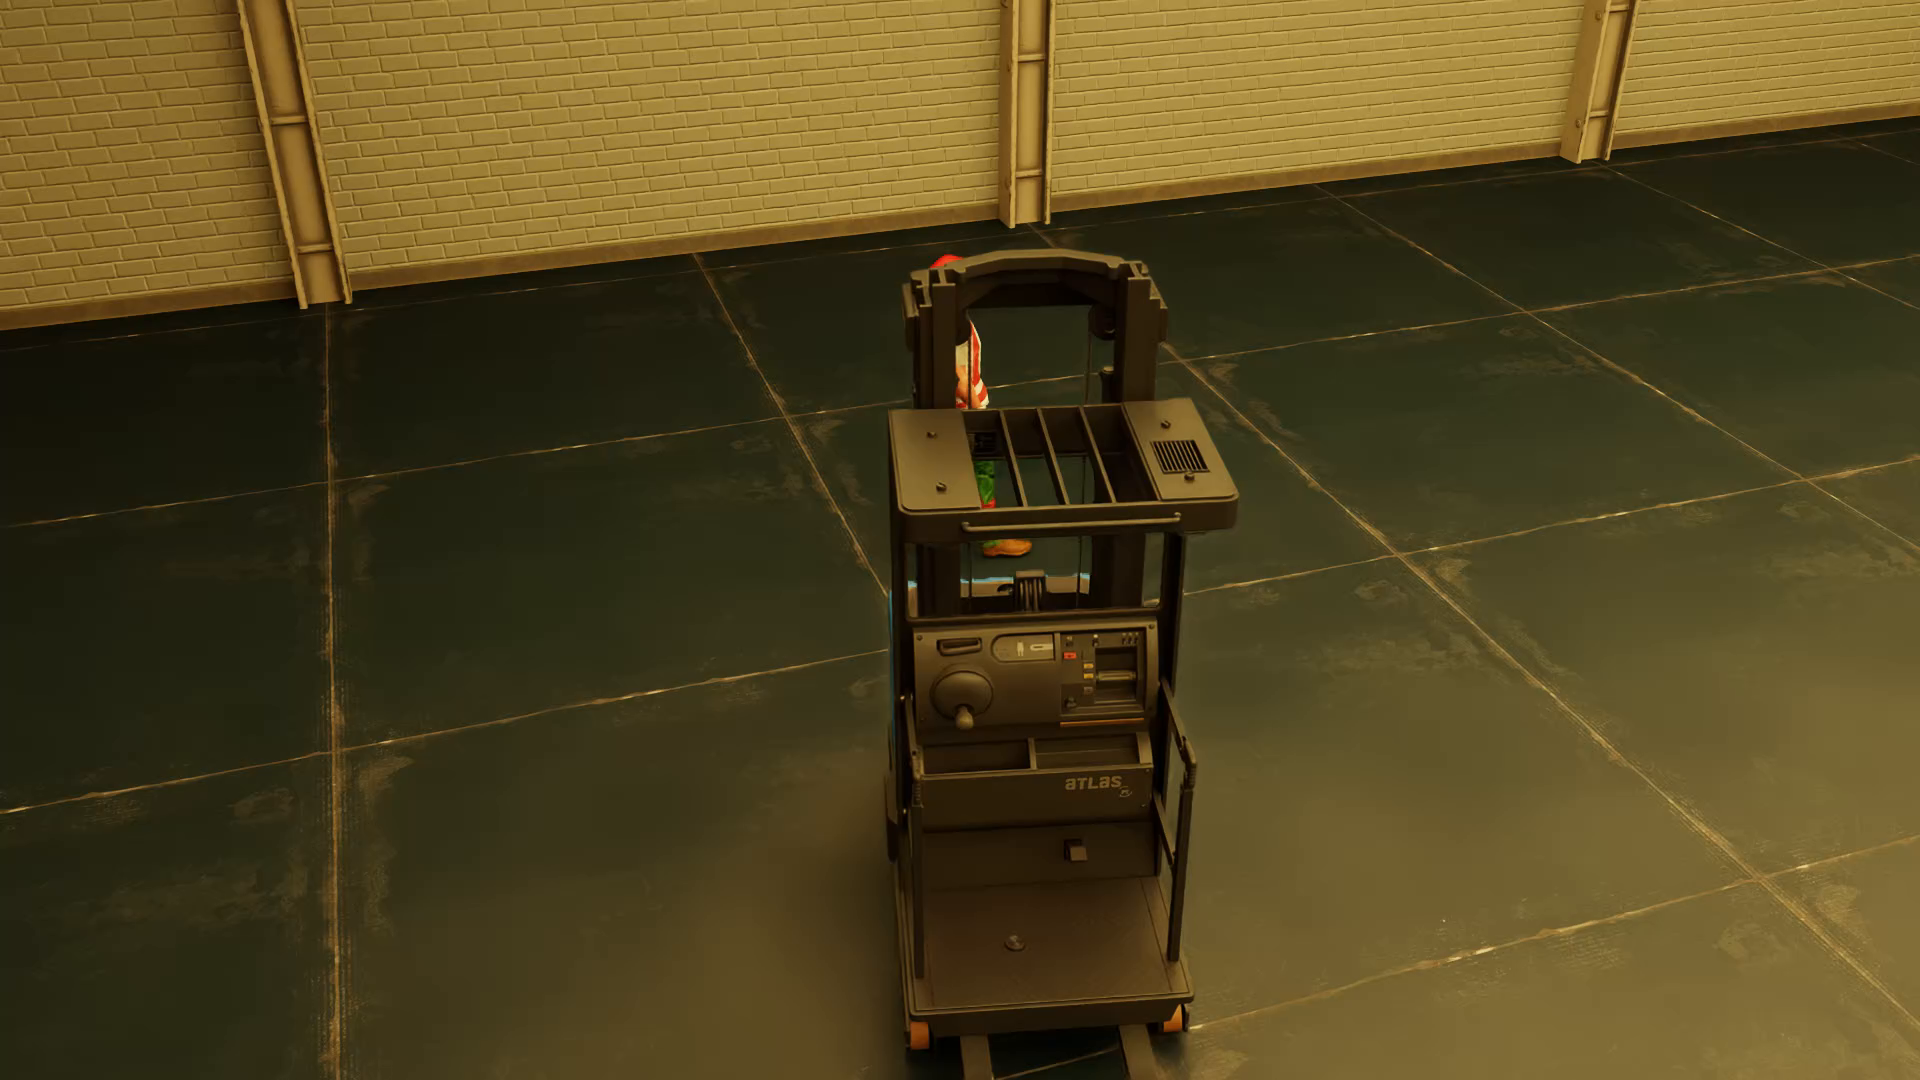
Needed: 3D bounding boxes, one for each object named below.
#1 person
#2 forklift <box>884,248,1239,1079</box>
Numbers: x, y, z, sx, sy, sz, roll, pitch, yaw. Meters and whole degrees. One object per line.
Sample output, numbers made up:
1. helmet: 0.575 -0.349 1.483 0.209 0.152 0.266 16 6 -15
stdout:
1. person: 0.080 -0.789 9.588 0.564 1.787 0.637 -10 31 -16
2. forklift: 0.311 0.557 6.120 1.130 2.935 3.031 -3 30 -4
